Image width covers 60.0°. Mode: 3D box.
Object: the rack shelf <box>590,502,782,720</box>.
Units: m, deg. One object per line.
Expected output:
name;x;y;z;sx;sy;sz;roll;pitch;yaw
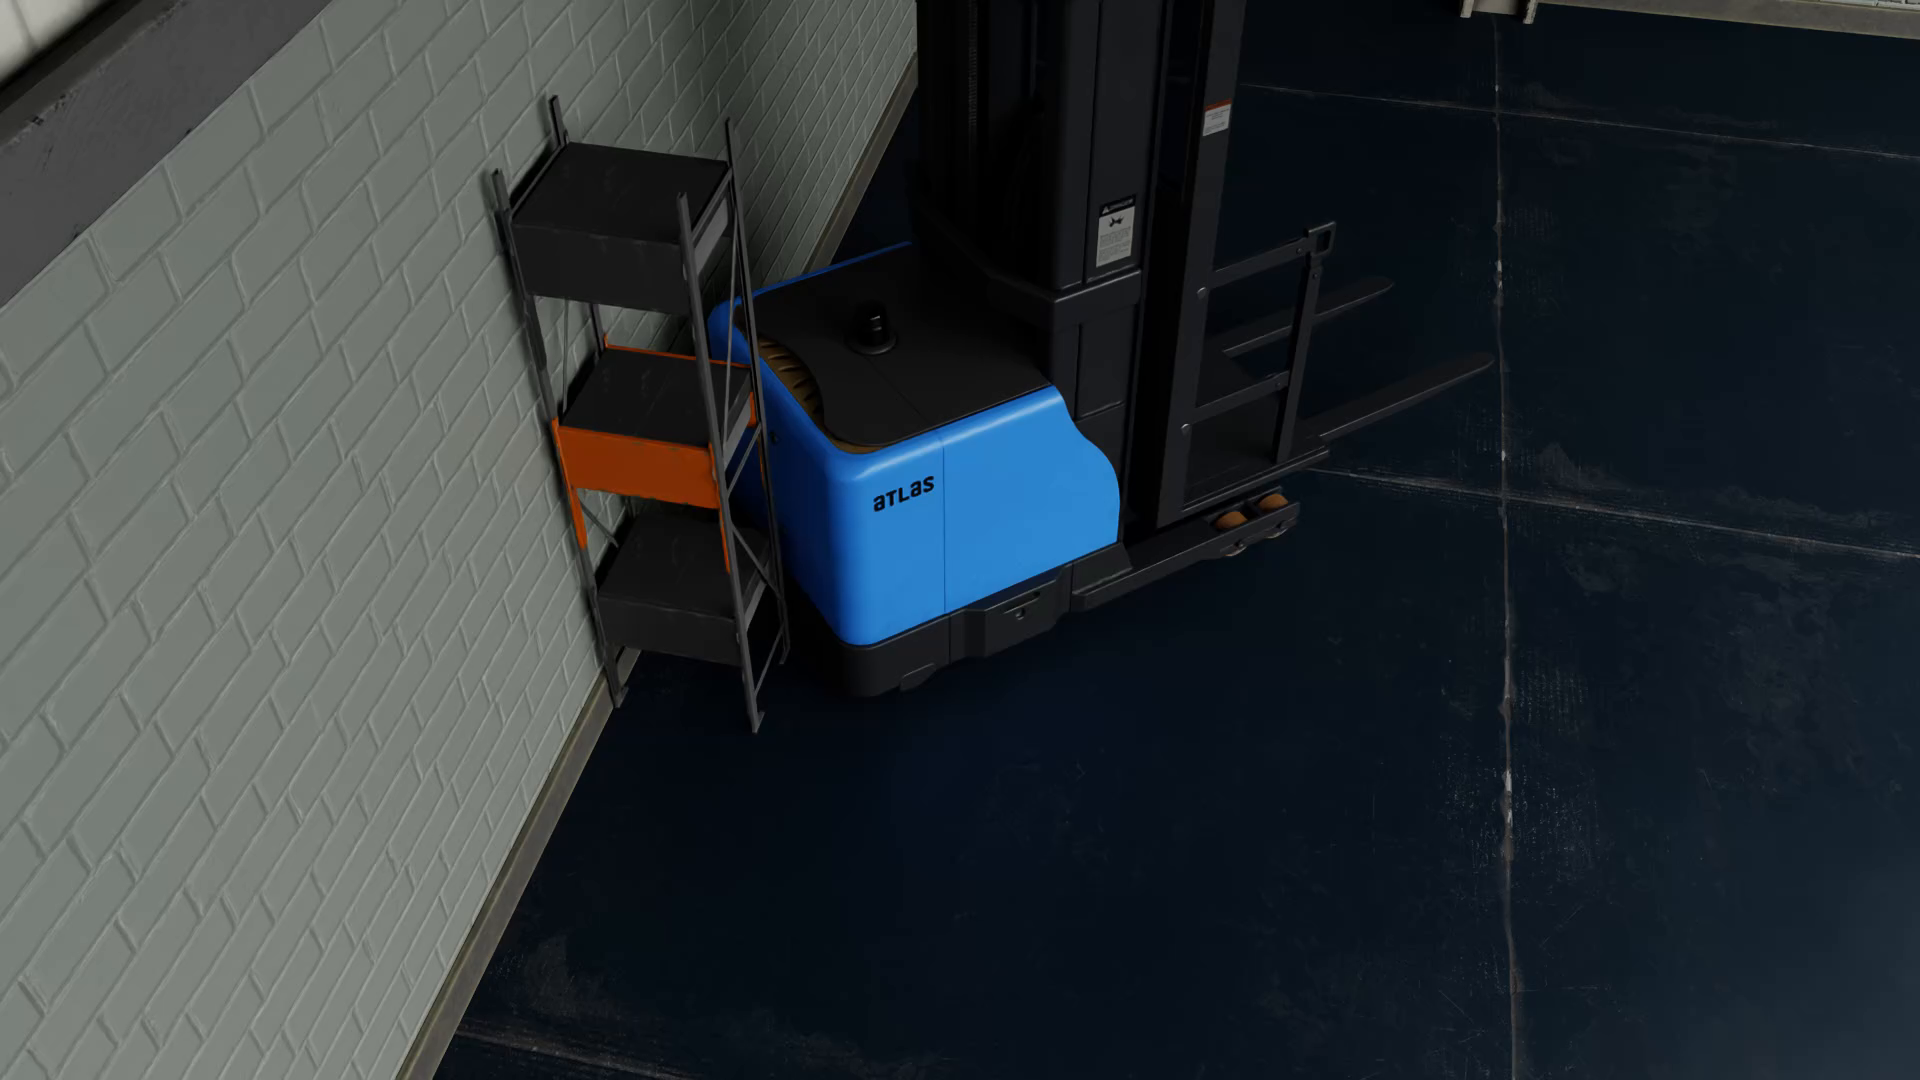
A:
rack shelf;-0.884;0.235;5.514;0.480;0.518;0.431;9;46;9

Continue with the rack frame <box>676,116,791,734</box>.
rack frame;-0.647;-0.233;4.972;0.015;2.100;0.400;9;46;9

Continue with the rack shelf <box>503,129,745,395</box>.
rack shelf;-0.887;-0.757;4.526;0.480;0.518;0.431;9;46;9

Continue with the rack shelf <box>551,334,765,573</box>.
rack shelf;-0.886;-0.261;5.020;0.480;0.518;0.431;9;46;9

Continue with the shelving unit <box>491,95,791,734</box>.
shelving unit;-0.886;-0.271;5.010;0.503;2.100;0.431;9;46;9

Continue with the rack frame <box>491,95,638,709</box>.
rack frame;-1.124;-0.308;5.048;0.015;2.100;0.400;9;46;9

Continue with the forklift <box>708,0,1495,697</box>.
forklift;0.680;-1.291;5.478;3.031;2.935;1.130;-22;48;-21
